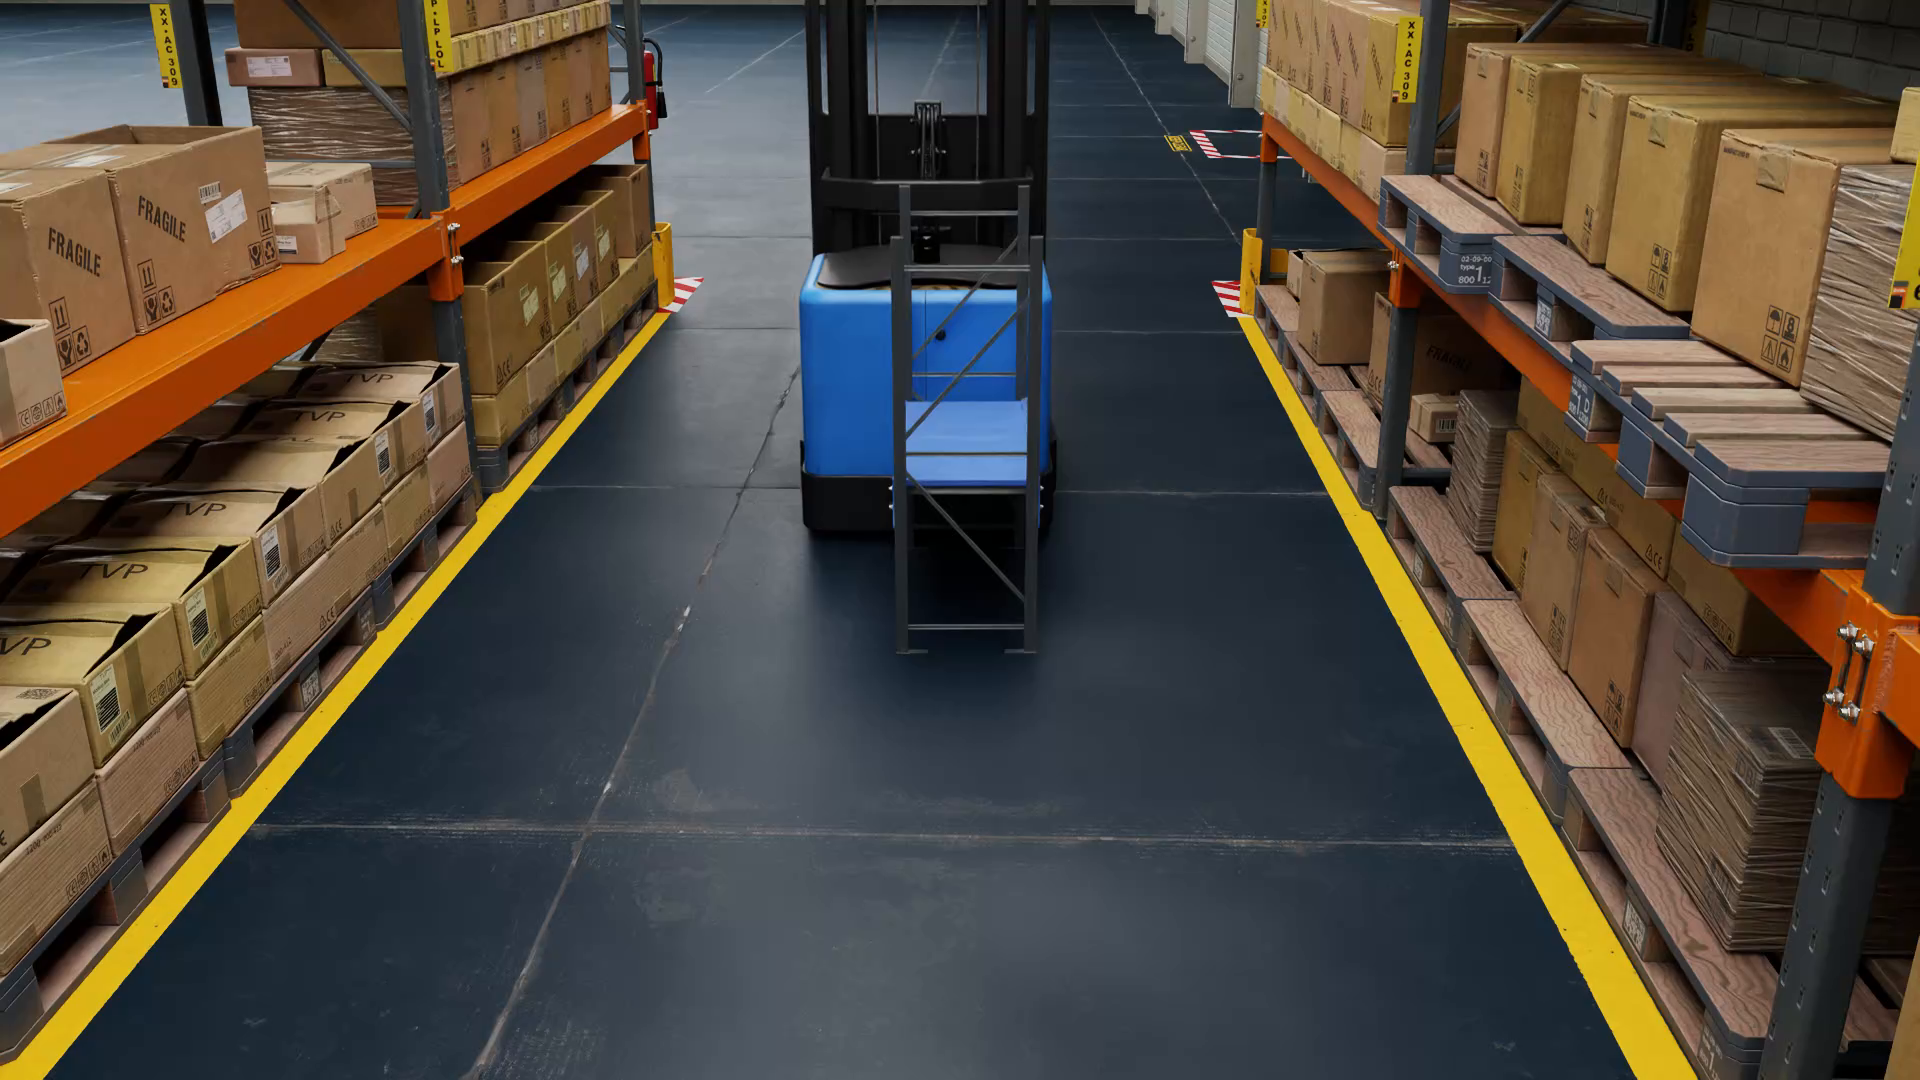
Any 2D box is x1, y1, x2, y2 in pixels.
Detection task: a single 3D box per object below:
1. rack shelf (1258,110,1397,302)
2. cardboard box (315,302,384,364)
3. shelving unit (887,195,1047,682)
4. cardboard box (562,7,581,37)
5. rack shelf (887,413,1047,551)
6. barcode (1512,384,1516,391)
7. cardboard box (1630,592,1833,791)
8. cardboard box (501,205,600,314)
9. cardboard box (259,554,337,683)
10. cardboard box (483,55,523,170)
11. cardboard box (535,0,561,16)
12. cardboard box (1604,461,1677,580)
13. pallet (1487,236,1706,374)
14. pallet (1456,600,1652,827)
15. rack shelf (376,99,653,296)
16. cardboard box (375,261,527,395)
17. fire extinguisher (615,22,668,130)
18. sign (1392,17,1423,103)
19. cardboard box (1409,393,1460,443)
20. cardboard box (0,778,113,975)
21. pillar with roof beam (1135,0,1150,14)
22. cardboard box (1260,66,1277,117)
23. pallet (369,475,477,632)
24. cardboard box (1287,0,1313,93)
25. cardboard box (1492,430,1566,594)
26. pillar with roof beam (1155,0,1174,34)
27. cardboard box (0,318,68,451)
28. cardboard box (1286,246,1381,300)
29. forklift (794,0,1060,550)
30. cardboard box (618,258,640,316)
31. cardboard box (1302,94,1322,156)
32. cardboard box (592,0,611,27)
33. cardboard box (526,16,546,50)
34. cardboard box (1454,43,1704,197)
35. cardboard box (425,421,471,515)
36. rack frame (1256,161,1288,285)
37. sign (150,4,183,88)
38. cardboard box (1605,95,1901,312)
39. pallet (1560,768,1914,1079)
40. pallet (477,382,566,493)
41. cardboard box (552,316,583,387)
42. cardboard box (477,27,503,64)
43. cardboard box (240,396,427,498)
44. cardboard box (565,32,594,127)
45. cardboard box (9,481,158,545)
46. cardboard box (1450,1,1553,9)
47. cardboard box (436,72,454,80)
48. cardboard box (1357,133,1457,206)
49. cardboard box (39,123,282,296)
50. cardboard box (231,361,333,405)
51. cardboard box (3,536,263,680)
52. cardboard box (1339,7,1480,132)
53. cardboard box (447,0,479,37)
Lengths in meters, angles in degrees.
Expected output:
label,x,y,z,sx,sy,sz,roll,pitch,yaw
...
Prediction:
label,x,y,z,sx,sy,sz,roll,pitch,yaw
rack shelf,2.377,-1.879,8.720,1.077,0.370,4.000,1,21,2
cardboard box,-2.813,-1.159,8.053,0.500,0.500,0.500,1,21,2
shelving unit,0.021,-0.397,5.980,0.538,1.500,1.048,0,21,0
cardboard box,-2.359,-2.922,9.377,0.380,0.149,0.250,1,21,2
rack shelf,0.021,-0.230,6.045,0.538,0.185,1.000,0,21,0
barcode,2.642,-0.705,7.933,0.001,0.075,0.075,1,21,2
cardboard box,2.296,0.469,4.521,0.700,0.500,0.500,1,21,2
cardboard box,-2.265,-1.515,8.970,0.500,0.500,0.500,1,21,2
cardboard box,-2.408,0.246,5.468,0.500,0.250,0.500,1,21,3
cardboard box,-2.600,-2.124,8.218,0.700,0.500,0.500,1,21,2
cardboard box,-2.568,-3.082,8.894,0.700,0.500,0.500,1,21,2
cardboard box,2.255,-0.087,4.917,0.500,0.250,0.500,1,21,1
pallet,2.214,-0.672,4.879,1.003,0.211,1.213,1,21,2
pallet,2.259,0.532,5.365,1.003,0.211,1.213,1,21,2
rack shelf,-2.575,-1.932,8.857,1.077,0.370,4.000,1,21,2
cardboard box,-2.309,-0.972,7.572,0.500,0.500,0.500,1,21,2
fire extinguisher,-2.046,-2.993,10.702,0.296,0.674,0.183,1,21,2
sign,1.773,-1.898,6.578,0.100,0.325,0.005,1,21,2
cardboard box,2.302,-0.570,7.659,0.380,0.166,0.250,-2,21,-5
cardboard box,-2.448,0.802,4.037,0.500,0.250,0.500,1,21,1
pillar with roof beam,-0.110,-16.366,36.769,9.100,9.000,0.400,1,21,2
cardboard box,2.105,-2.704,10.032,0.500,0.250,0.500,0,21,0
pallet,-2.619,0.022,6.680,1.003,0.211,1.213,1,21,2
cardboard box,2.076,-2.692,8.964,0.500,0.500,0.500,0,21,0
cardboard box,2.345,-0.078,5.930,0.700,0.500,0.500,0,21,1
pillar with roof beam,-0.292,-14.197,31.178,9.100,9.000,0.400,1,21,2
cardboard box,-2.536,-0.378,3.980,0.500,0.311,0.500,0,21,1
cardboard box,2.327,-1.640,10.218,0.500,0.311,0.500,-2,21,-4
forklift,-0.143,-1.807,7.635,1.130,2.935,3.031,0,21,0
cardboard box,-2.238,-1.527,10.038,0.500,0.250,0.500,1,21,2
cardboard box,2.065,-2.150,8.602,0.500,0.250,0.500,1,21,2
cardboard box,-2.335,-3.200,10.094,0.380,0.149,0.250,0,21,1
cardboard box,-2.380,-2.639,8.648,0.380,0.149,0.250,0,21,1
cardboard box,2.266,-1.560,6.155,0.700,0.500,0.500,1,21,2
cardboard box,-2.358,-0.305,6.890,0.500,0.250,0.500,0,21,1
rack frame,2.438,-2.938,10.454,1.000,3.000,0.127,1,21,2
sign,-3.190,-1.991,6.707,0.100,0.325,0.005,1,21,2
cardboard box,2.214,-0.918,4.501,0.700,0.500,0.500,1,21,2
pallet,2.219,0.972,4.232,1.003,0.211,1.213,1,21,2
pallet,-2.570,-0.532,8.108,1.003,0.211,1.213,1,21,2
cardboard box,-2.278,-0.984,8.640,0.500,0.250,0.500,1,21,2
cardboard box,-2.404,-2.358,7.925,0.380,0.149,0.250,0,21,0
cardboard box,-2.371,-0.382,6.313,0.500,0.311,0.500,1,21,3
cardboard box,-2.552,-2.679,9.649,0.700,0.500,0.500,1,21,3
cardboard box,-2.943,-0.017,5.373,0.500,0.311,0.500,1,21,3
cardboard box,2.579,-2.315,7.992,0.500,0.500,0.500,1,21,3
cardboard box,-2.426,-2.080,7.207,0.380,0.149,0.250,1,21,2
cardboard box,2.027,-1.606,7.200,0.500,0.250,0.500,1,21,2
cardboard box,-2.691,-1.123,5.639,0.500,0.500,0.500,2,21,6
cardboard box,-2.897,-0.573,6.805,0.500,0.311,0.500,1,21,2
cardboard box,-2.422,0.166,4.901,0.500,0.311,0.500,0,21,0
cardboard box,2.031,-2.135,7.529,0.500,0.500,0.500,1,21,1
cardboard box,-2.614,-2.539,7.495,0.700,0.500,0.500,1,21,1
